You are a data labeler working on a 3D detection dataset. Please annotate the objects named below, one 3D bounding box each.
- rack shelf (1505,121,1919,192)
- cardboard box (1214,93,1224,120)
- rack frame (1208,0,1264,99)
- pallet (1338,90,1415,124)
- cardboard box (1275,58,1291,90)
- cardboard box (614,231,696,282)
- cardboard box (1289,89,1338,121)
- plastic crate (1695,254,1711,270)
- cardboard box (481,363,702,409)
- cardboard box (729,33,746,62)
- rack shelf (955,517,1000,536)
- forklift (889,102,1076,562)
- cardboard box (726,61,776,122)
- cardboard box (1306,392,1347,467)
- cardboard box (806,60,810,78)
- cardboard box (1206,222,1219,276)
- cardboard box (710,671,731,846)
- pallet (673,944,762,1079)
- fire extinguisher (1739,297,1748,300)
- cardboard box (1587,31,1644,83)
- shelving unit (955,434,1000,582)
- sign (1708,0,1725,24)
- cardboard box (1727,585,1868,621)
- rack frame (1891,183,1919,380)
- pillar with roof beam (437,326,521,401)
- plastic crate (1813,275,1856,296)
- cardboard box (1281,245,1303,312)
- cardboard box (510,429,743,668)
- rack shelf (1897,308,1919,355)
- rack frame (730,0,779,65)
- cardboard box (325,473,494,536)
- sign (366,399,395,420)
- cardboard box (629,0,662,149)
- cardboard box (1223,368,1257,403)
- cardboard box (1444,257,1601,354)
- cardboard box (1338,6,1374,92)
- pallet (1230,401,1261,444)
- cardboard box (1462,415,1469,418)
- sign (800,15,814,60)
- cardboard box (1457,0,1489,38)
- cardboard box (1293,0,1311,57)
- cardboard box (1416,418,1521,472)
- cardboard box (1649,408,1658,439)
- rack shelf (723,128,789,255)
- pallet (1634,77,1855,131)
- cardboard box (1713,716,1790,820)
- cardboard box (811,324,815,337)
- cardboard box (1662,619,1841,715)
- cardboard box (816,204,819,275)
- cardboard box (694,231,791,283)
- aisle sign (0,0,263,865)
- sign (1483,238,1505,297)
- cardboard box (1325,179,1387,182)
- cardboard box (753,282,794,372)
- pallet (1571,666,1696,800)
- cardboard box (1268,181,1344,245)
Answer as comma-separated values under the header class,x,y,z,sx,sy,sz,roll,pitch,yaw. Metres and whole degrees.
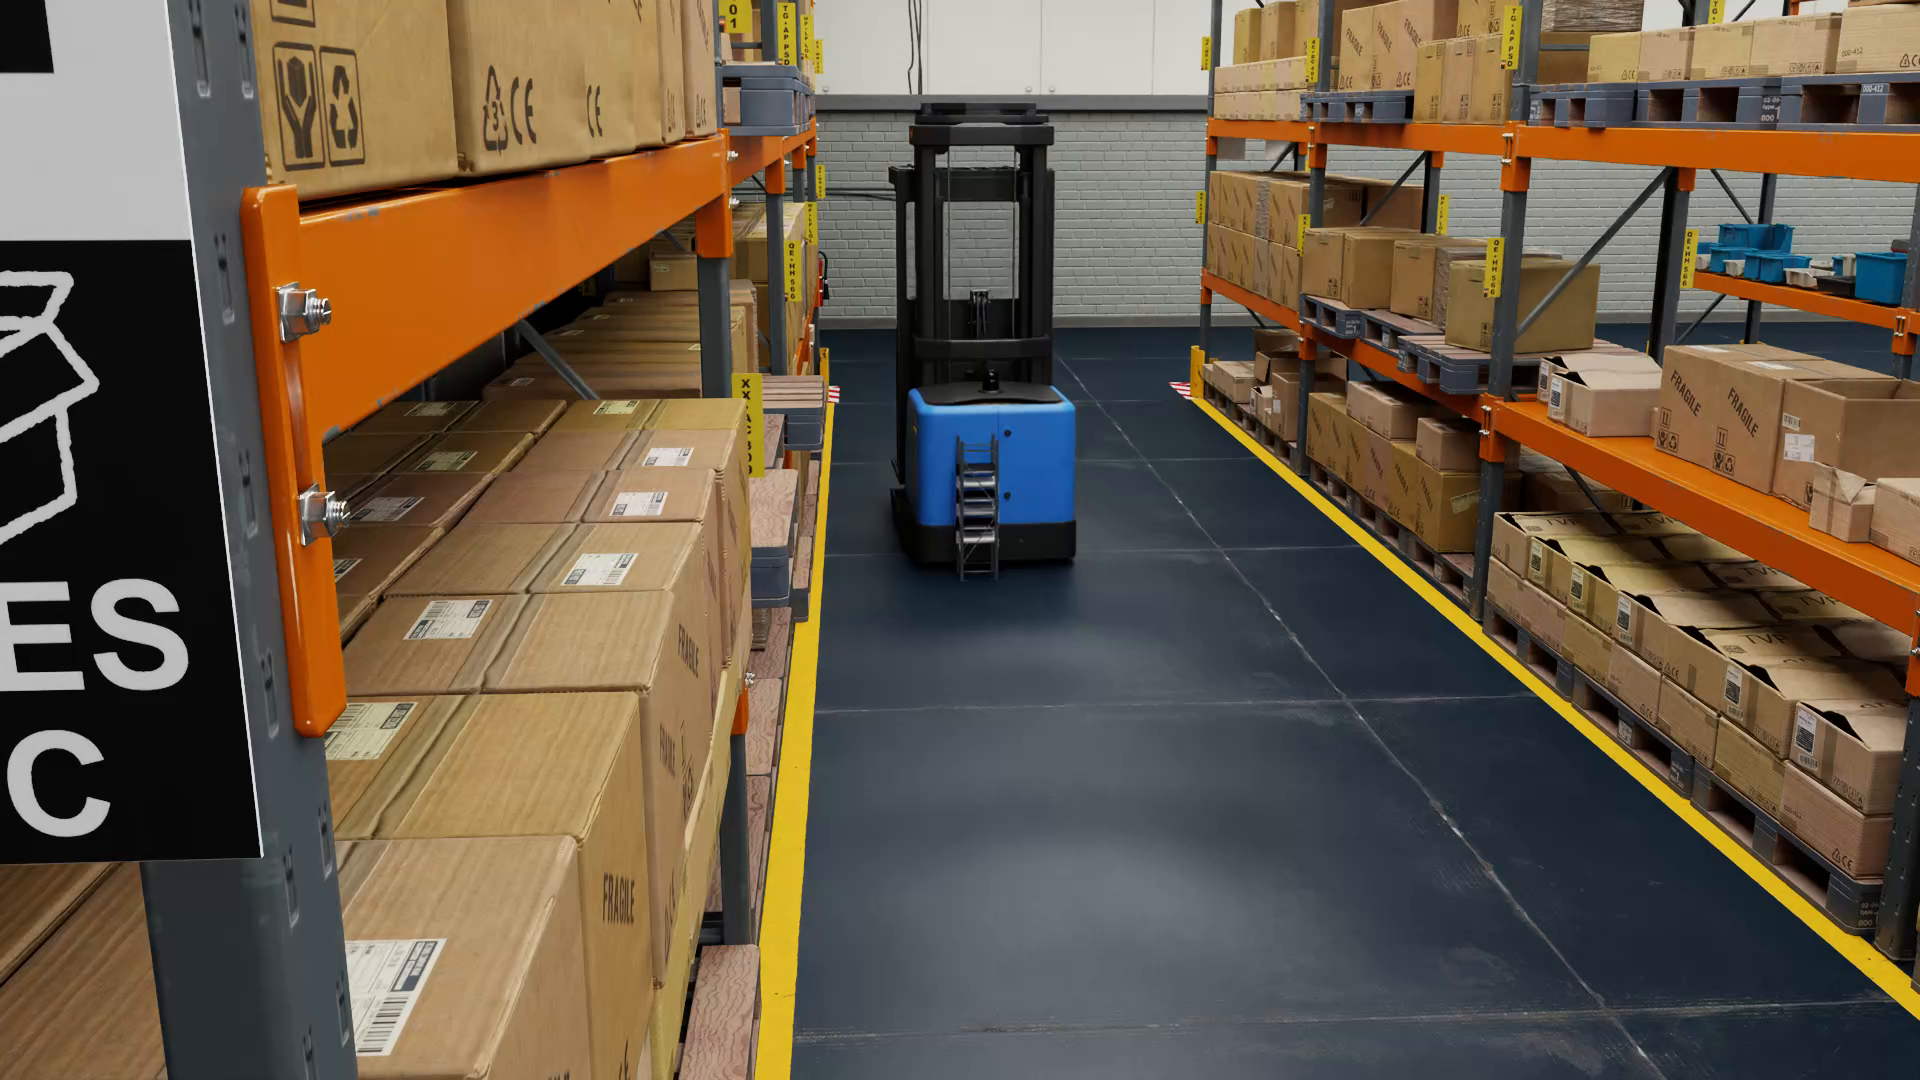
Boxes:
class,x,y,z,sx,sy,sz,roll,pitch,yaw
rack shelf,3.621,-1.602,7.156,1.077,0.370,4.000,-1,14,-3
cardboard box,2.780,-4.233,16.239,0.500,0.250,0.500,-1,14,-3
rack frame,3.002,-5.890,16.358,1.000,3.000,0.127,-1,14,-3
pallet,3.287,-2.930,11.252,1.213,0.211,1.003,-1,14,-3
cardboard box,2.921,-3.853,13.759,0.500,0.250,0.500,-1,14,-3
cardboard box,-1.733,-1.592,9.350,0.500,0.250,0.500,0,14,-2
cardboard box,2.954,-3.486,13.338,0.500,0.250,0.500,-1,14,-3
plastic crate,7.570,-2.814,16.851,0.250,0.136,0.298,-1,14,-3
cardboard box,-1.196,-0.311,5.633,0.700,0.500,0.500,-1,14,-3
cardboard box,-1.533,-2.749,9.088,0.700,0.500,0.500,-2,15,-8
rack shelf,0.110,-0.083,10.538,0.258,0.077,0.200,-2,15,-6
forklift,0.075,-1.593,11.835,1.130,2.935,3.031,-2,15,-6
cardboard box,-1.132,-2.162,8.027,0.500,0.311,0.500,-1,14,-3
cardboard box,3.036,-0.868,13.014,0.500,0.500,0.500,-2,15,-6
cardboard box,-1.491,-3.847,13.696,0.500,0.250,0.500,-1,14,-5
cardboard box,2.766,-2.918,16.649,0.500,0.500,0.500,-1,14,-2
cardboard box,-0.798,0.502,3.815,0.500,0.250,0.500,-1,14,-4
pallet,-1.122,1.594,4.906,1.003,0.211,1.213,-1,14,-3
fire extinguisher,8.390,-2.886,17.629,0.296,0.674,0.183,-1,14,-3
cardboard box,3.582,-2.466,8.530,0.500,0.250,0.500,-2,15,-8
shelving unit,0.110,-0.202,10.507,0.258,0.900,0.210,-2,15,-6
sign,4.052,-2.743,8.950,0.100,0.325,0.005,-1,14,-3
cardboard box,3.872,0.368,7.627,0.500,0.311,0.500,0,14,-2
rack frame,8.194,-2.065,13.533,1.000,3.000,0.127,-1,14,-3
pillar with roof beam,2.067,-3.553,7.274,9.100,9.000,0.400,-1,14,-3
plastic crate,7.856,-2.235,14.626,0.437,0.125,0.590,-1,14,-3
cardboard box,2.963,-2.158,13.695,0.500,0.500,0.500,-1,14,-3
cardboard box,-0.824,0.014,4.208,0.500,0.500,0.500,-1,14,-4
rack shelf,8.318,-1.219,11.689,1.077,0.370,4.000,-1,14,-3
rack frame,-1.446,-3.823,8.325,1.000,3.000,0.127,-1,14,-3
cardboard box,-1.324,0.150,3.679,0.500,0.500,0.500,0,14,-2
sign,-1.752,-0.474,5.025,0.100,0.325,0.005,-1,14,-3
cardboard box,-0.810,-0.922,2.828,0.500,0.500,0.500,0,14,0
cardboard box,2.814,-1.478,15.884,0.500,0.250,0.500,-1,14,-3
cardboard box,3.346,-1.401,9.910,0.700,0.500,0.500,-6,16,-22
cardboard box,3.207,-3.616,12.297,0.600,0.600,0.600,-2,15,-9
pallet,3.129,-1.114,15.433,1.003,0.211,1.213,-1,14,-3
cardboard box,3.619,-0.626,12.073,0.500,0.500,0.500,-1,14,-3
sign,-1.153,-3.778,12.503,0.100,0.325,0.005,-1,14,-3
cardboard box,3.414,-3.342,10.270,0.500,0.500,0.500,-1,14,-3
cardboard box,3.255,-4.346,14.171,0.700,0.500,0.500,-1,14,-3
cardboard box,3.198,-0.603,10.480,0.500,0.250,0.500,0,14,-1
cardboard box,3.633,-0.557,8.175,0.380,0.149,0.250,0,14,1
rack shelf,-1.323,-1.524,6.855,1.077,0.370,4.000,-1,14,-3
pallet,3.701,-1.911,7.291,1.003,0.211,1.213,0,14,-1
cardboard box,3.401,0.904,6.669,0.500,0.250,0.500,-1,14,-4
cardboard box,-1.609,-2.012,16.199,0.380,0.149,0.250,-1,14,-4
cardboard box,3.367,0.507,7.086,0.500,0.311,0.500,-1,14,-4
cardboard box,-1.901,-2.926,16.275,0.980,0.700,0.700,0,14,-1
cardboard box,-1.219,-1.607,9.409,0.500,0.250,0.500,-1,14,-2
aisle sign,-0.647,-0.174,0.964,0.394,0.787,0.004,-1,14,-3
sign,2.956,-1.506,9.197,0.100,0.325,0.005,-1,14,-3
cardboard box,3.437,-2.900,14.570,0.500,0.500,0.500,-1,14,-5
cardboard box,-1.221,-1.244,9.505,0.500,0.500,0.500,0,14,-2
pallet,3.582,0.864,7.746,1.003,0.211,1.213,-1,14,-3
cardboard box,2.925,-2.771,14.071,0.500,0.500,0.500,-1,14,-5
